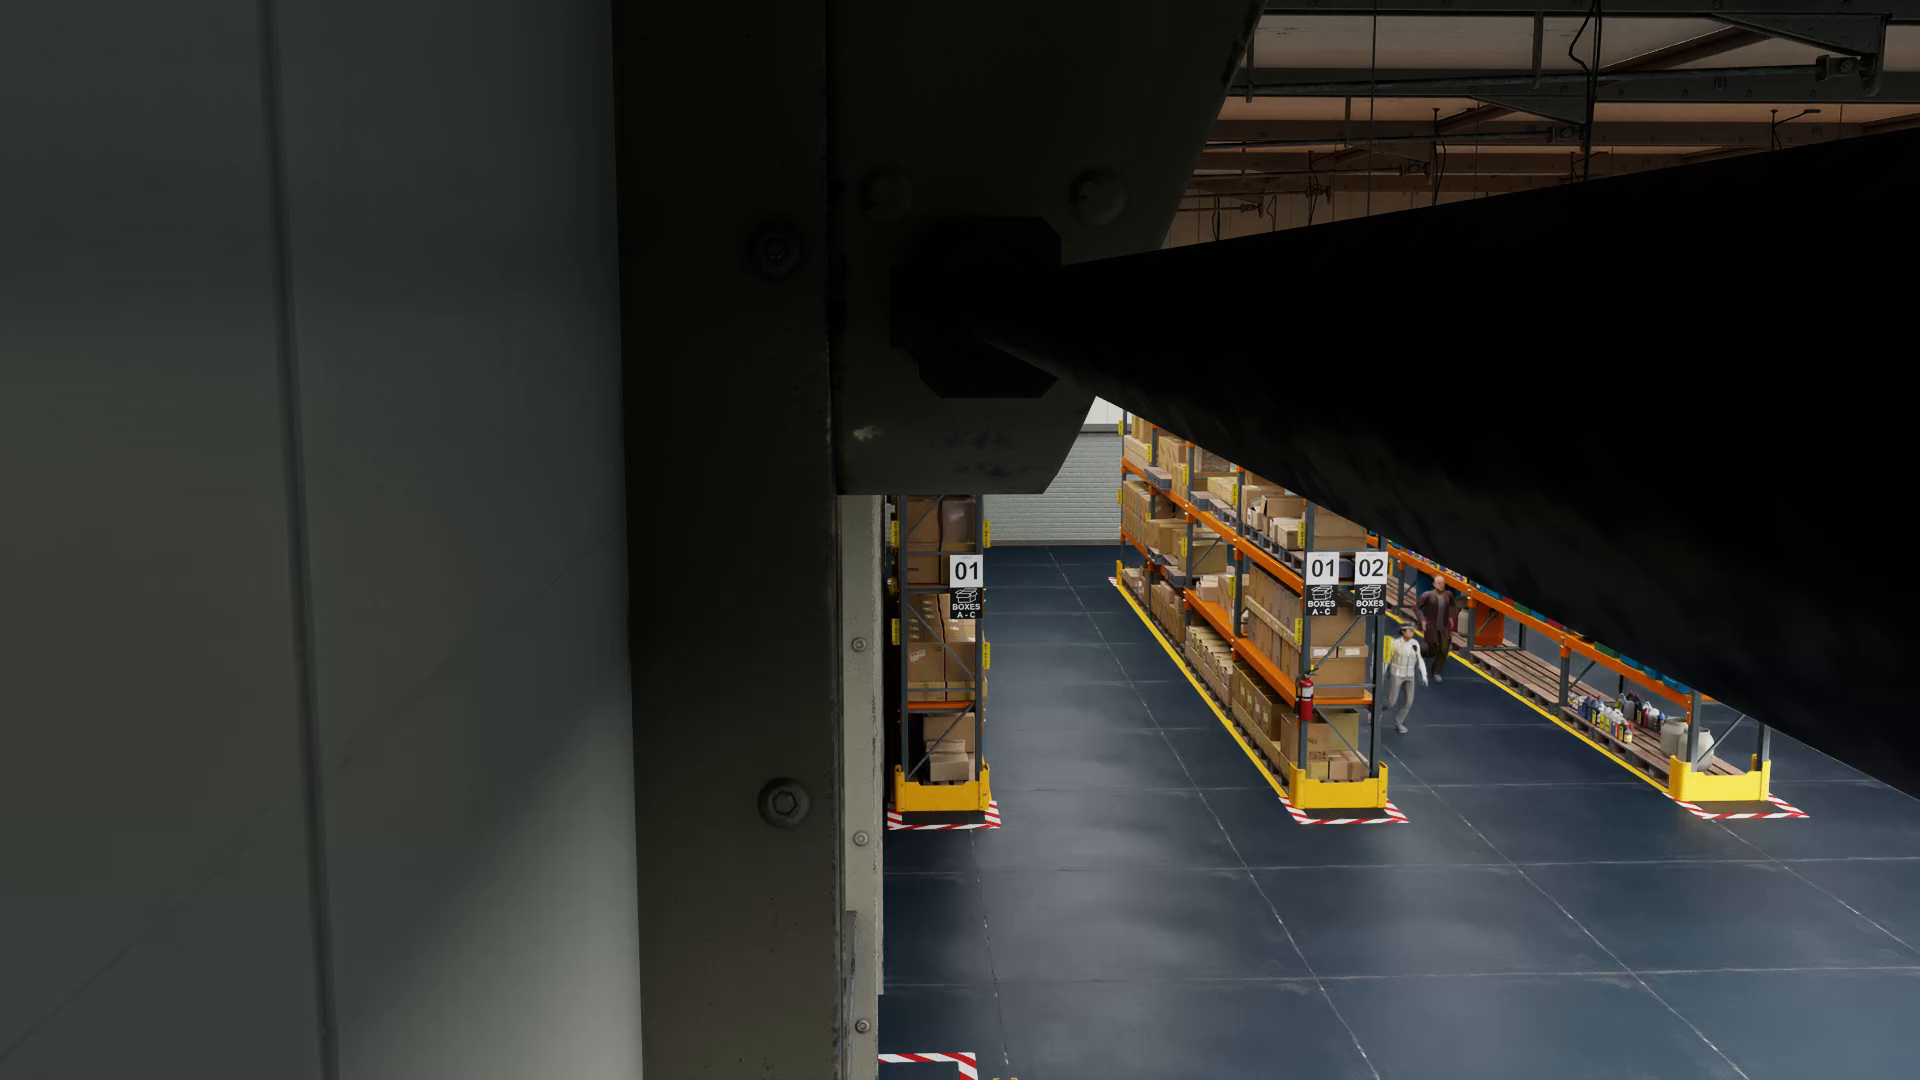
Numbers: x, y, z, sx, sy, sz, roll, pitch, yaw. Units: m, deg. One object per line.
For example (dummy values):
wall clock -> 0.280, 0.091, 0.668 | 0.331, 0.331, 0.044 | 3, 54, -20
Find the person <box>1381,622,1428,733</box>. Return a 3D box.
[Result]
person -> 6.393, 1.966, 24.176 | 0.643, 1.649, 0.640 | -2, 9, -10

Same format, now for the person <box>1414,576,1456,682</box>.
person -> 7.872, 1.440, 27.562 | 0.727, 1.734, 0.721 | -1, 9, -10
